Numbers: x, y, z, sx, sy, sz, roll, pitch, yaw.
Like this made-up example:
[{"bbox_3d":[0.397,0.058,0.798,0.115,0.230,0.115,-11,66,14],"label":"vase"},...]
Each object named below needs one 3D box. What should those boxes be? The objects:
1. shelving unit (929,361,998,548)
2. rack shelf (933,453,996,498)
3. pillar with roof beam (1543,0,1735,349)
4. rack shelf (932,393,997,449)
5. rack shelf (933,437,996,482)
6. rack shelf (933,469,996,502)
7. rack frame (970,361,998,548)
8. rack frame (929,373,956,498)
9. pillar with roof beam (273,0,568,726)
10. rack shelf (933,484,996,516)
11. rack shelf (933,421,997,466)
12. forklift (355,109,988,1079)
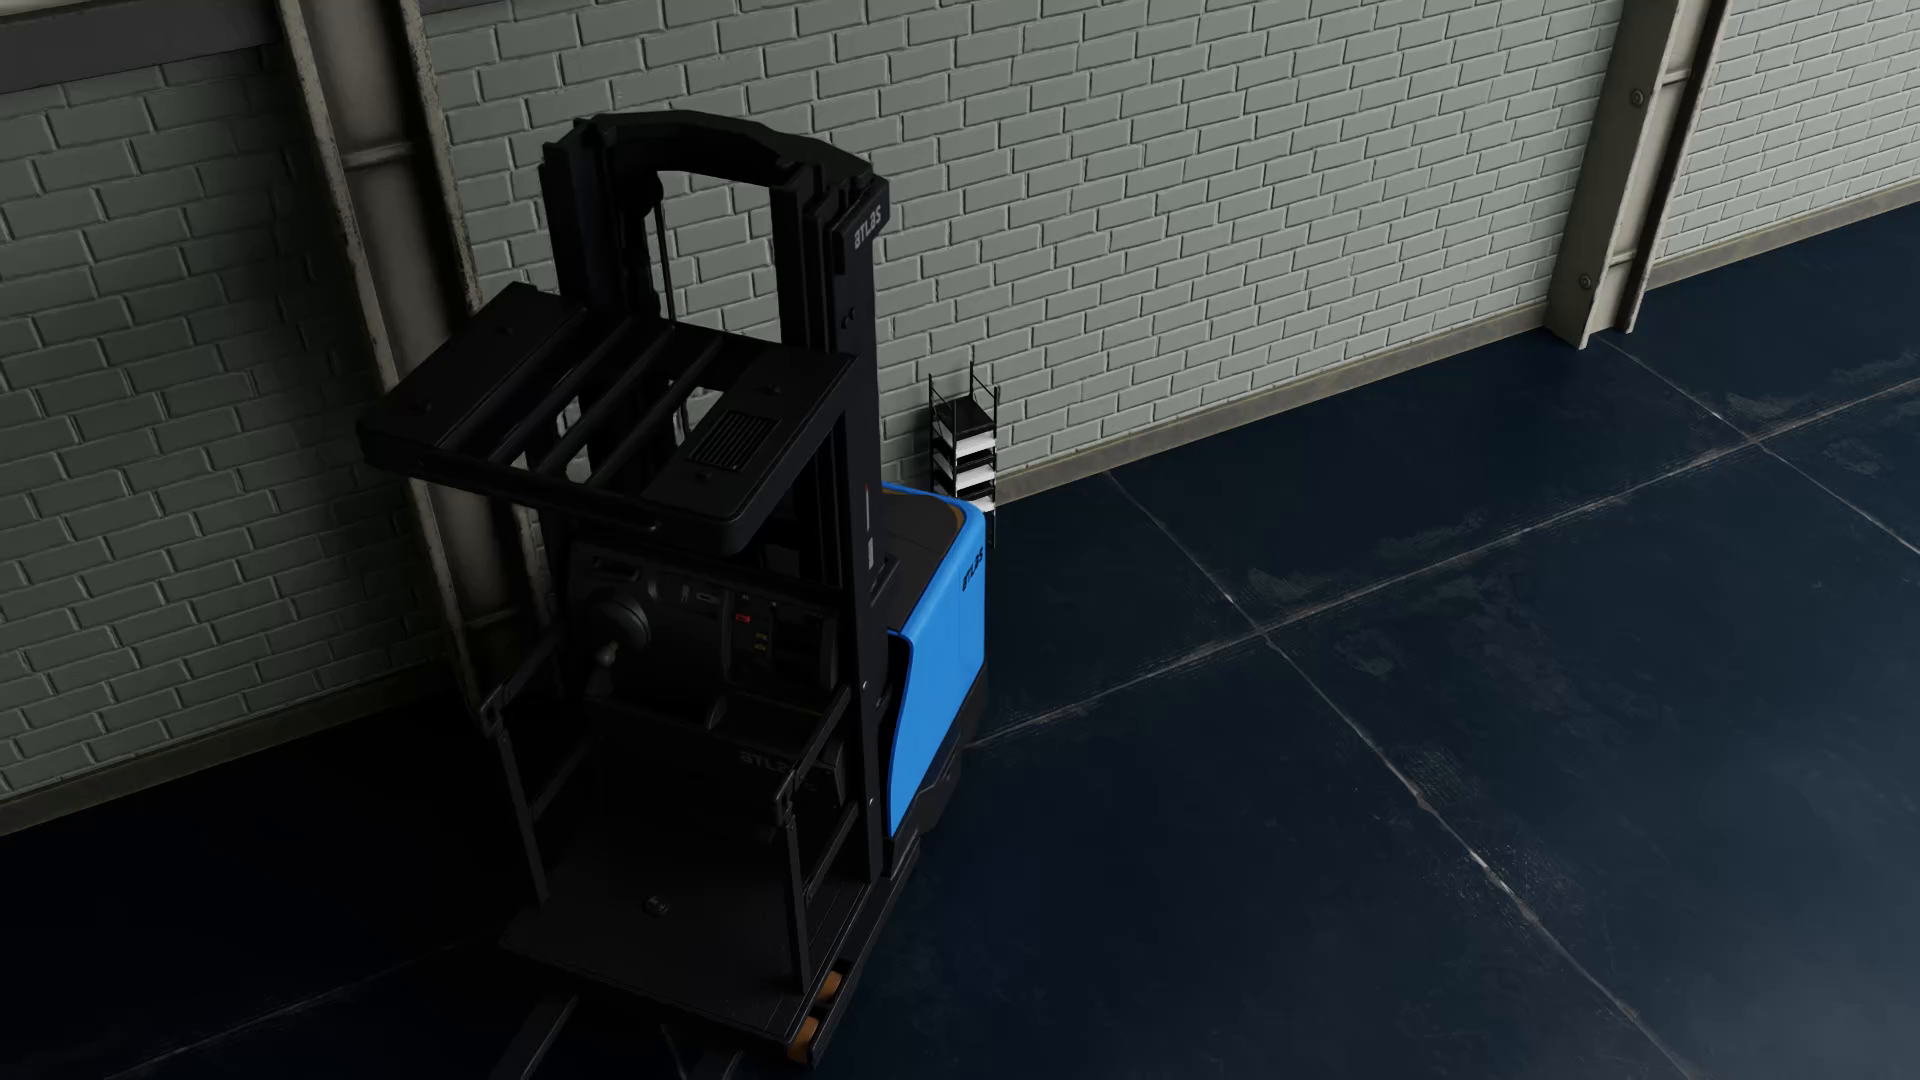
[{"bbox_3d":[0.013,-0.342,7.446,0.210,0.900,0.258,-19,44,-21],"label":"shelving unit"},{"bbox_3d":[0.013,-0.316,7.468,0.200,0.077,0.258,-19,44,-21],"label":"rack shelf"},{"bbox_3d":[5.422,-2.138,3.300,0.400,9.000,9.100,-19,44,-21],"label":"pillar with roof beam"},{"bbox_3d":[0.013,-0.522,7.293,0.200,0.077,0.258,-19,44,-21],"label":"rack shelf"},{"bbox_3d":[0.013,-0.385,7.409,0.200,0.077,0.258,-19,44,-21],"label":"rack shelf"},{"bbox_3d":[0.013,-0.248,7.526,0.200,0.077,0.258,-19,44,-21],"label":"rack shelf"},{"bbox_3d":[0.102,-0.373,7.483,0.006,0.900,0.240,-19,44,-21],"label":"rack frame"},{"bbox_3d":[-0.077,-0.311,7.409,0.006,0.900,0.240,-19,44,-21],"label":"rack frame"},{"bbox_3d":[0.100,-0.348,1.185,0.400,9.000,9.100,-19,44,-21],"label":"pillar with roof beam"},{"bbox_3d":[0.013,-0.179,7.584,0.200,0.077,0.258,-19,44,-21],"label":"rack shelf"},{"bbox_3d":[0.013,-0.454,7.351,0.200,0.077,0.258,-19,44,-21],"label":"rack shelf"},{"bbox_3d":[-0.884,0.349,5.058,1.130,2.935,3.031,14,42,16],"label":"forklift"}]
